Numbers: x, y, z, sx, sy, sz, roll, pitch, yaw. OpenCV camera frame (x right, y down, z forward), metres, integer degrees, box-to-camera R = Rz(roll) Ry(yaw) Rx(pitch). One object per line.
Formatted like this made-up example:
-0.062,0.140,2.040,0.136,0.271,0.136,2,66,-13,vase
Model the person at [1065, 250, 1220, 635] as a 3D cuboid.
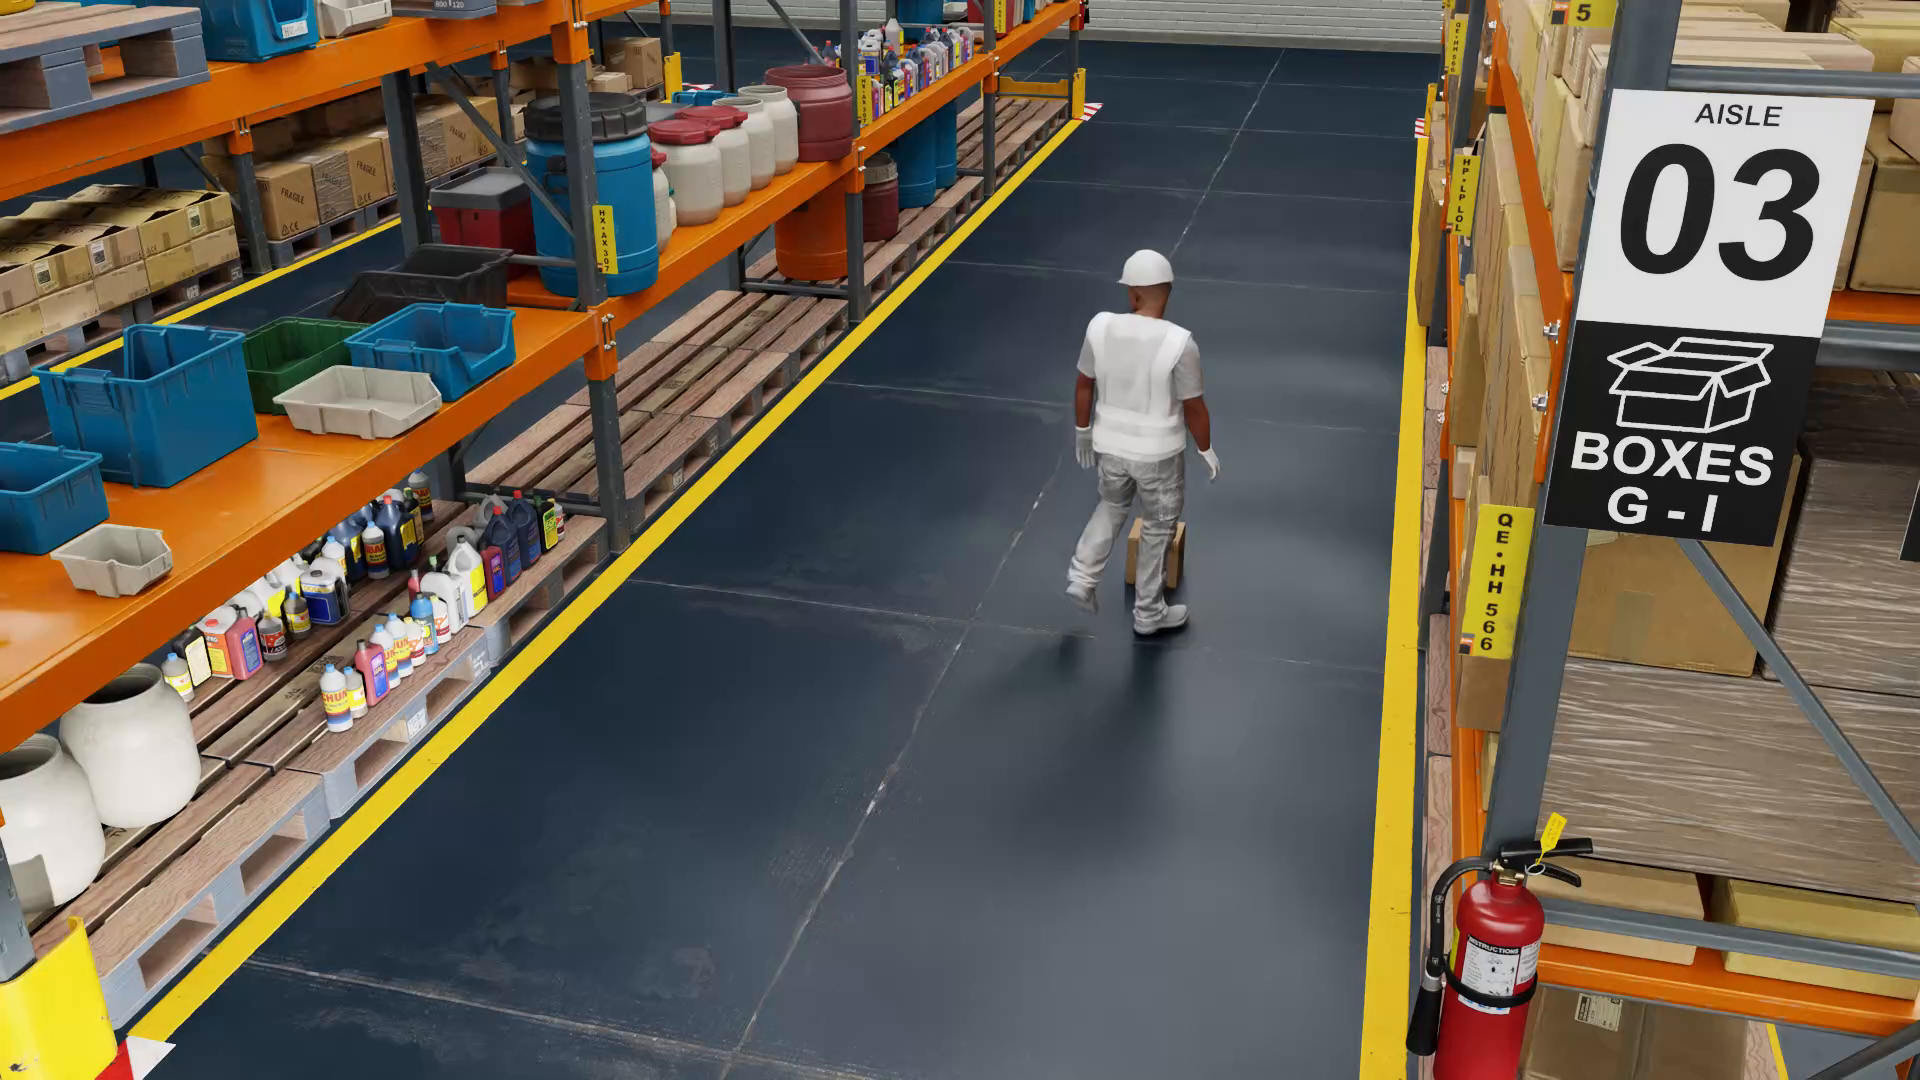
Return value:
0.798,-0.401,7.391,0.622,1.778,0.517,19,31,34,person
